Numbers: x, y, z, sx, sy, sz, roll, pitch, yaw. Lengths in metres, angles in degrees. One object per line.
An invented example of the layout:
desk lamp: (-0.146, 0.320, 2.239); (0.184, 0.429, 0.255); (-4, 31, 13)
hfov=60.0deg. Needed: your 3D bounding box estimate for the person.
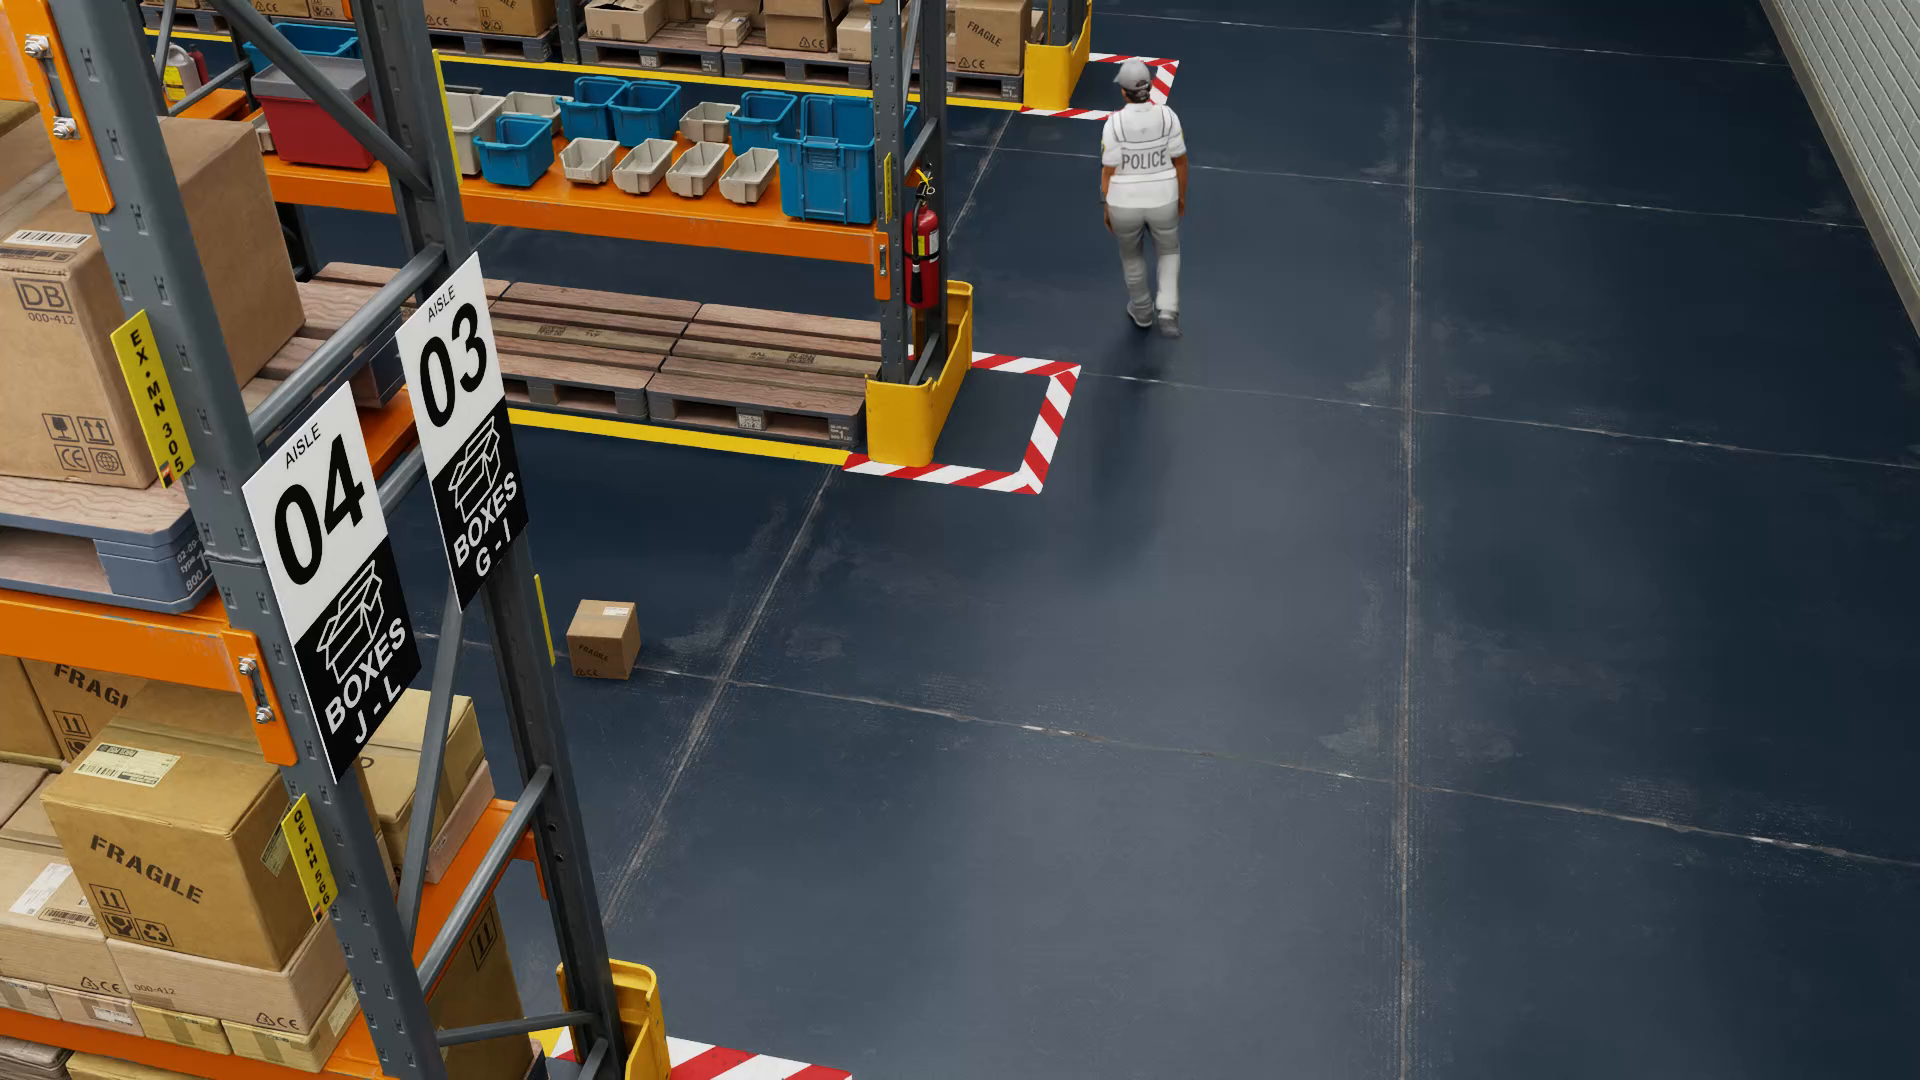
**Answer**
person: (1.056, -1.890, 9.469); (0.524, 1.628, 0.723); (-4, 37, -5)
